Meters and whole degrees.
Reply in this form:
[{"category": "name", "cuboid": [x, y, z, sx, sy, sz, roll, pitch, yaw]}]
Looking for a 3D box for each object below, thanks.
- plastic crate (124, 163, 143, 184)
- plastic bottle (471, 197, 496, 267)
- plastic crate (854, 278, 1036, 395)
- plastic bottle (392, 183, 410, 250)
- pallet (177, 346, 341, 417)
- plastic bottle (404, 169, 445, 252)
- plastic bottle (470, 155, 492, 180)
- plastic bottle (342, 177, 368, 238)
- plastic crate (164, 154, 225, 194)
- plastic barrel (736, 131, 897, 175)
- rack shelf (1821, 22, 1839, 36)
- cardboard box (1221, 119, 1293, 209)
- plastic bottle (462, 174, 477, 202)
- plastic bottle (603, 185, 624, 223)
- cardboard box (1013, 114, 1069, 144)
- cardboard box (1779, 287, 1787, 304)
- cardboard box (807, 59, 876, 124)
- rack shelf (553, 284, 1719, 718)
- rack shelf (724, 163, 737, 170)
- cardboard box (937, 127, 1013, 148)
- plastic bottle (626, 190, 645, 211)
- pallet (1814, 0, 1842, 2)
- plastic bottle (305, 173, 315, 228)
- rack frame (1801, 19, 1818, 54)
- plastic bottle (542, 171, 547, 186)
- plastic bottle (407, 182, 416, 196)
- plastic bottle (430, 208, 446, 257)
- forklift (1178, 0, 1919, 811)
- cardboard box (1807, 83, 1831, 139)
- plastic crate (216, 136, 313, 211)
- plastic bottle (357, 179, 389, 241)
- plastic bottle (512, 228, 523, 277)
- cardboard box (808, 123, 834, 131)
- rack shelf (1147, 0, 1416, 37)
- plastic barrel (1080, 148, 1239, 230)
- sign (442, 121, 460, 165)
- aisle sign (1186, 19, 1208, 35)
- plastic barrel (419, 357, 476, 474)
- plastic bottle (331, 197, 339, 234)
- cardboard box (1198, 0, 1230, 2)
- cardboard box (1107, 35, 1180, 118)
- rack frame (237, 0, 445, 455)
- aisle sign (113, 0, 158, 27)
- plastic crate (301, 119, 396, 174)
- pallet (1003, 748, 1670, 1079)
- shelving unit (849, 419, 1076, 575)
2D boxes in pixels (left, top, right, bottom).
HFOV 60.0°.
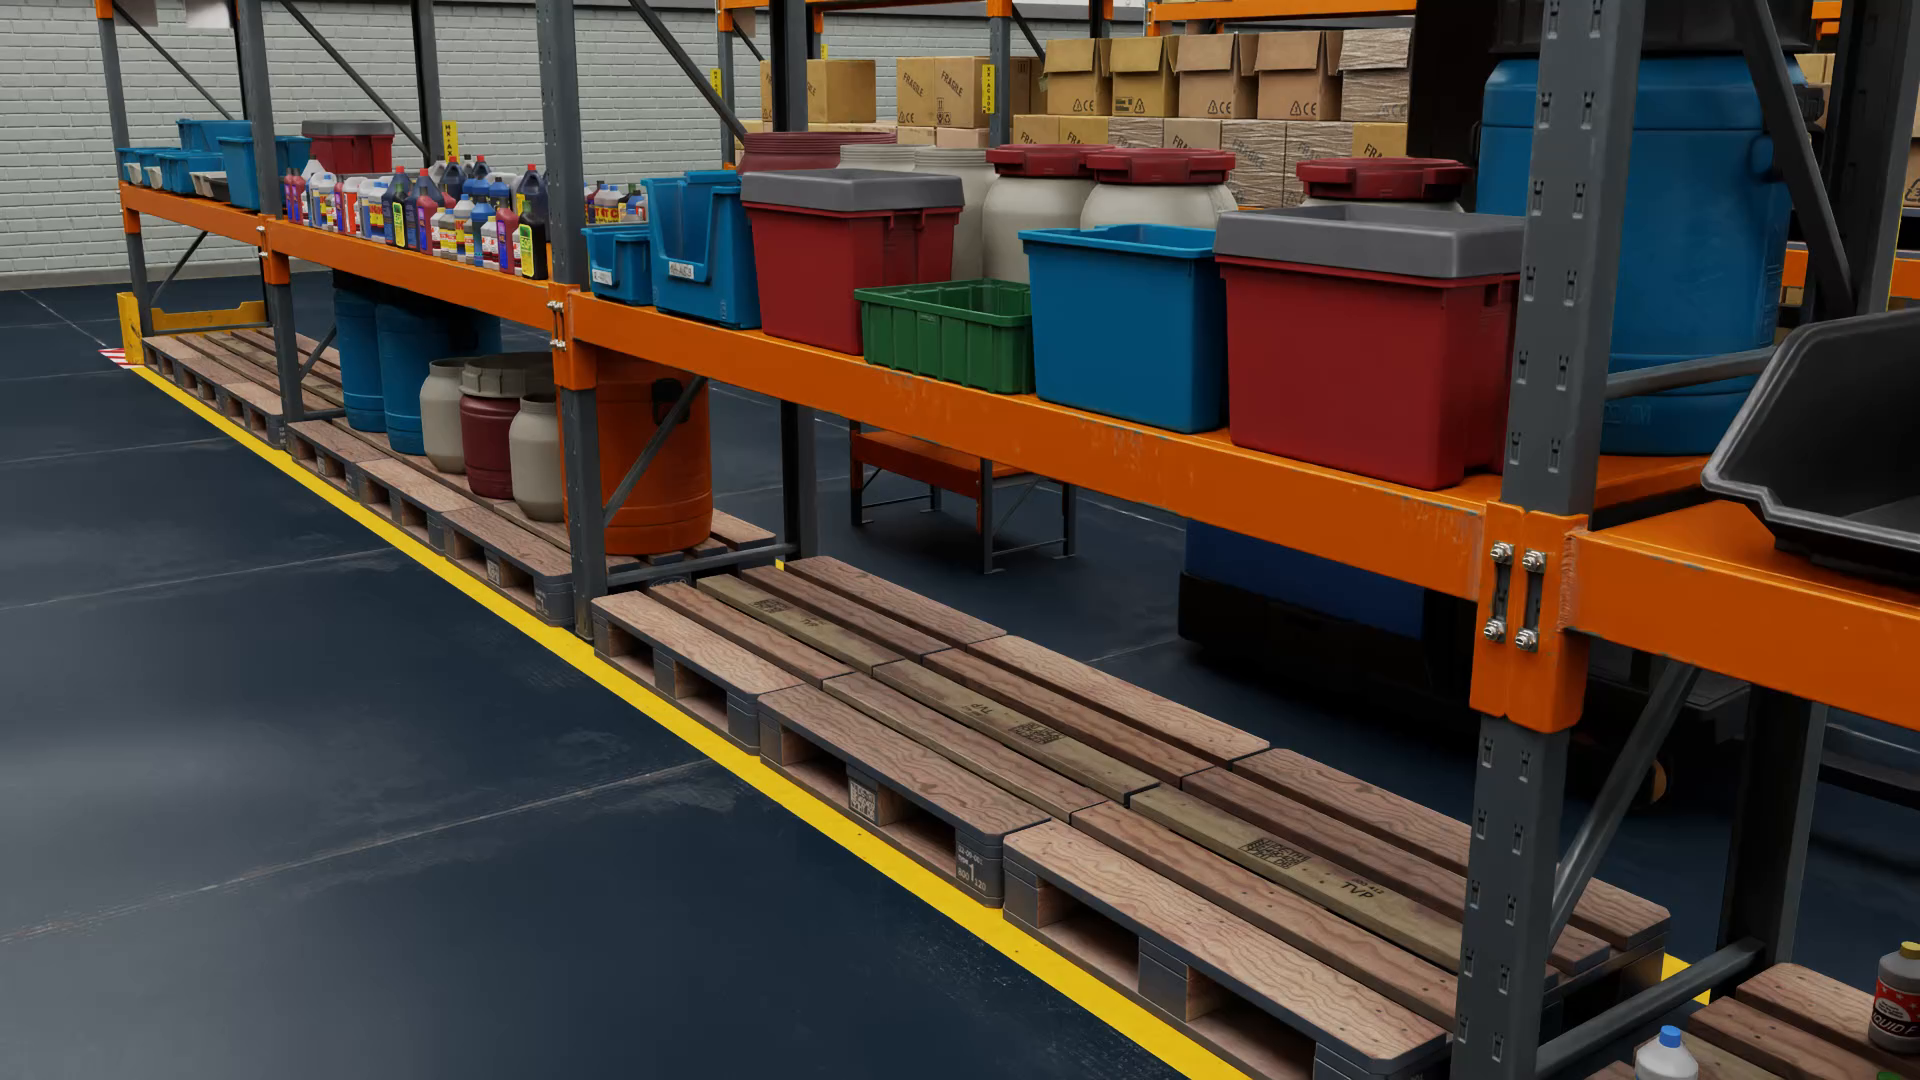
[{"category": "plastic crate", "cuboid": [-5.711, -2.577, 11.695, 0.250, 0.136, 0.298, -11, 19, -35]}, {"category": "plastic bottle", "cuboid": [-1.894, -1.228, 6.626, 0.097, 0.271, 0.097, 0, 15, 0]}, {"category": "plastic crate", "cuboid": [0.092, -0.524, 4.209, 0.450, 0.188, 0.662, -11, 19, -35]}, {"category": "plastic bottle", "cuboid": [-2.450, -1.428, 7.332, 0.061, 0.283, 0.133, -11, 19, -35]}, {"category": "pallet", "cuboid": [-4.545, -1.073, 11.096, 1.003, 0.211, 1.213, -11, 19, -35]}, {"category": "plastic bottle", "cuboid": [-2.323, -1.433, 7.223, 0.144, 0.351, 0.185, -11, 19, -35]}, {"category": "plastic bottle", "cuboid": [-2.446, -1.797, 8.555, 0.144, 0.351, 0.185, -11, 19, -35]}, {"category": "plastic bottle", "cuboid": [-2.851, -1.591, 7.941, 0.152, 0.276, 0.135, -11, 19, -35]}, {"category": "plastic crate", "cuboid": [-4.882, -2.359, 10.718, 0.416, 0.233, 0.300, -11, 19, -35]}, {"category": "plastic barrel", "cuboid": [-0.490, -1.166, 5.895, 0.600, 0.536, 0.708, -11, 19, -35]}, {"category": "rack shelf", "cuboid": [11.499, -6.611, 21.730, 1.077, 0.370, 4.000, -11, 19, -35]}, {"category": "cardboard box", "cuboid": [1.912, -2.254, 9.939, 0.500, 0.500, 0.500, -12, 19, -36]}, {"category": "plastic bottle", "cuboid": [-2.445, -1.701, 8.353, 0.097, 0.271, 0.097, 0, 15, 0]}, {"category": "plastic bottle", "cuboid": [-1.533, -1.438, 7.392, 0.097, 0.271, 0.097, 0, 15, 0]}, {"category": "cardboard box", "cuboid": [0.715, -2.686, 11.519, 0.500, 0.500, 0.500, -11, 19, -34]}, {"category": "cardboard box", "cuboid": [6.169, -1.877, 12.693, 0.500, 0.500, 0.500, -10, 18, -32]}, {"category": "cardboard box", "cuboid": [-1.038, -3.701, 13.717, 0.500, 0.500, 0.500, -11, 19, -36]}, {"category": "rack shelf", "cuboid": [0.168, -0.378, 4.638, 1.077, 0.370, 4.000, -11, 19, -35]}, {"category": "rack shelf", "cuboid": [-0.529, -2.855, 13.688, 1.077, 0.370, 4.000, -11, 19, -35]}, {"category": "cardboard box", "cuboid": [0.175, -2.900, 12.209, 0.500, 0.250, 0.500, -11, 19, -36]}, {"category": "plastic bottle", "cuboid": [-1.368, -1.351, 7.074, 0.097, 0.271, 0.097, 0, 15, 0]}, {"category": "pallet", "cuboid": [9.242, -5.480, 16.595, 0.805, 0.209, 1.217, -12, 19, -37]}, {"category": "plastic bottle", "cuboid": [-3.271, -1.729, 8.453, 0.097, 0.271, 0.097, 0, 15, 0]}, {"category": "rack frame", "cuboid": [8.663, -4.313, 17.653, 1.000, 3.000, 0.127, -11, 19, -35]}, {"category": "plastic bottle", "cuboid": [-1.907, -1.602, 7.839, 0.144, 0.351, 0.185, -11, 19, -35]}, {"category": "plastic bottle", "cuboid": [-2.401, -1.437, 7.367, 0.061, 0.283, 0.133, -11, 19, -35]}, {"category": "plastic bottle", "cuboid": [-2.180, -1.299, 7.015, 0.097, 0.201, 0.097, 0, 15, 0]}, {"category": "forklift", "cuboid": [2.132, -0.792, 4.918, 1.130, 2.935, 3.031, -13, 20, -39]}, {"category": "cardboard box", "cuboid": [3.757, -1.959, 8.066, 0.700, 0.500, 0.500, -8, 17, -26]}, {"category": "plastic crate", "cuboid": [-3.910, -2.074, 9.389, 0.392, 0.384, 0.575, -11, 19, -35]}, {"category": "plastic bottle", "cuboid": [-2.715, -1.541, 7.760, 0.152, 0.276, 0.135, -11, 19, -35]}, {"category": "plastic bottle", "cuboid": [-1.644, -1.104, 6.303, 0.097, 0.201, 0.097, 0, 15, 0]}, {"category": "cardboard box", "cuboid": [-1.038, -3.338, 13.811, 0.500, 0.250, 0.500, -12, 19, -36]}, {"category": "rack shelf", "cuboid": [3.542, -5.050, 16.026, 1.077, 0.370, 4.000, -11, 19, -35]}, {"category": "plastic barrel", "cuboid": [0.527, -0.758, 4.408, 0.433, 0.535, 0.433, 0, 15, 0]}, {"category": "sign", "cuboid": [-2.914, -2.225, 9.498, 0.100, 0.325, 0.005, -11, 19, -35]}, {"category": "aisle sign", "cuboid": [2.566, -5.693, 17.772, 0.394, 0.787, 0.004, -11, 19, -35]}, {"category": "plastic barrel", "cuboid": [-2.378, -0.604, 8.019, 0.421, 0.512, 0.421, 0, 15, 0]}, {"category": "plastic bottle", "cuboid": [-3.020, -1.604, 8.130, 0.097, 0.201, 0.097, 0, 15, 0]}, {"category": "cardboard box", "cuboid": [2.729, -5.503, 16.603, 0.500, 0.250, 0.500, -10, 18, -33]}, {"category": "cardboard box", "cuboid": [1.423, -3.024, 10.852, 0.797, 0.503, 0.637, -11, 19, -34]}, {"category": "rack frame", "cuboid": [-3.360, -2.006, 9.224, 1.000, 3.000, 0.127, -11, 19, -35]}, {"category": "aisle sign", "cuboid": [-5.994, -4.083, 11.889, 0.394, 0.787, 0.004, -11, 19, -35]}, {"category": "plastic crate", "cuboid": [-3.682, -2.296, 10.046, 0.402, 0.464, 0.583, -11, 19, -35]}, {"category": "pallet", "cuboid": [0.851, 0.885, 3.941, 1.003, 0.211, 1.213, -11, 19, -35]}, {"category": "shelving unit", "cuboid": [-0.004, -0.544, 7.433, 0.538, 1.125, 1.048, -11, 19, -35]}]
